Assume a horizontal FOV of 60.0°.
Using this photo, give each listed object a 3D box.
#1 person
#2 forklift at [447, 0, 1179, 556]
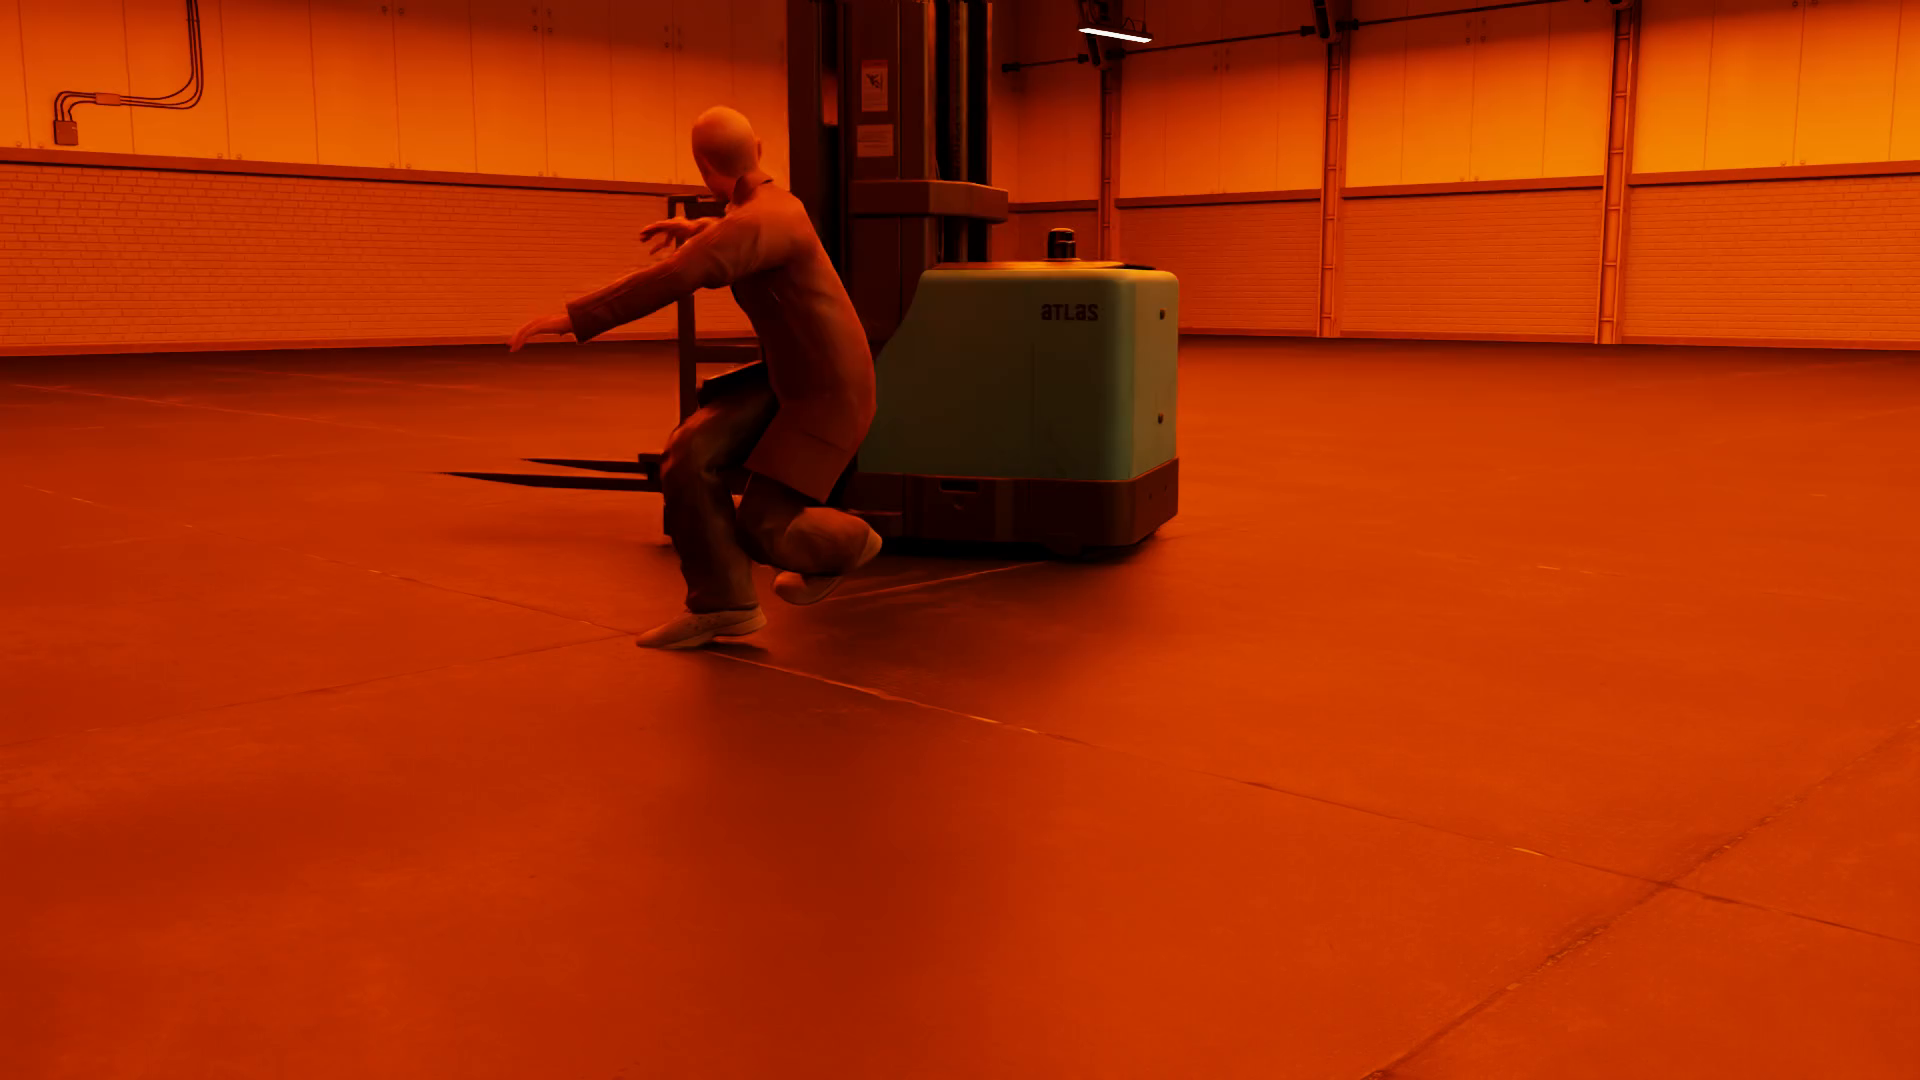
[{"bbox_3d":[-0.736,-0.448,4.736,1.185,1.517,0.875,-5,10,-29],"label":"person"},{"bbox_3d":[-0.664,-1.494,6.797,3.031,2.935,1.130,3,9,18],"label":"forklift"}]
